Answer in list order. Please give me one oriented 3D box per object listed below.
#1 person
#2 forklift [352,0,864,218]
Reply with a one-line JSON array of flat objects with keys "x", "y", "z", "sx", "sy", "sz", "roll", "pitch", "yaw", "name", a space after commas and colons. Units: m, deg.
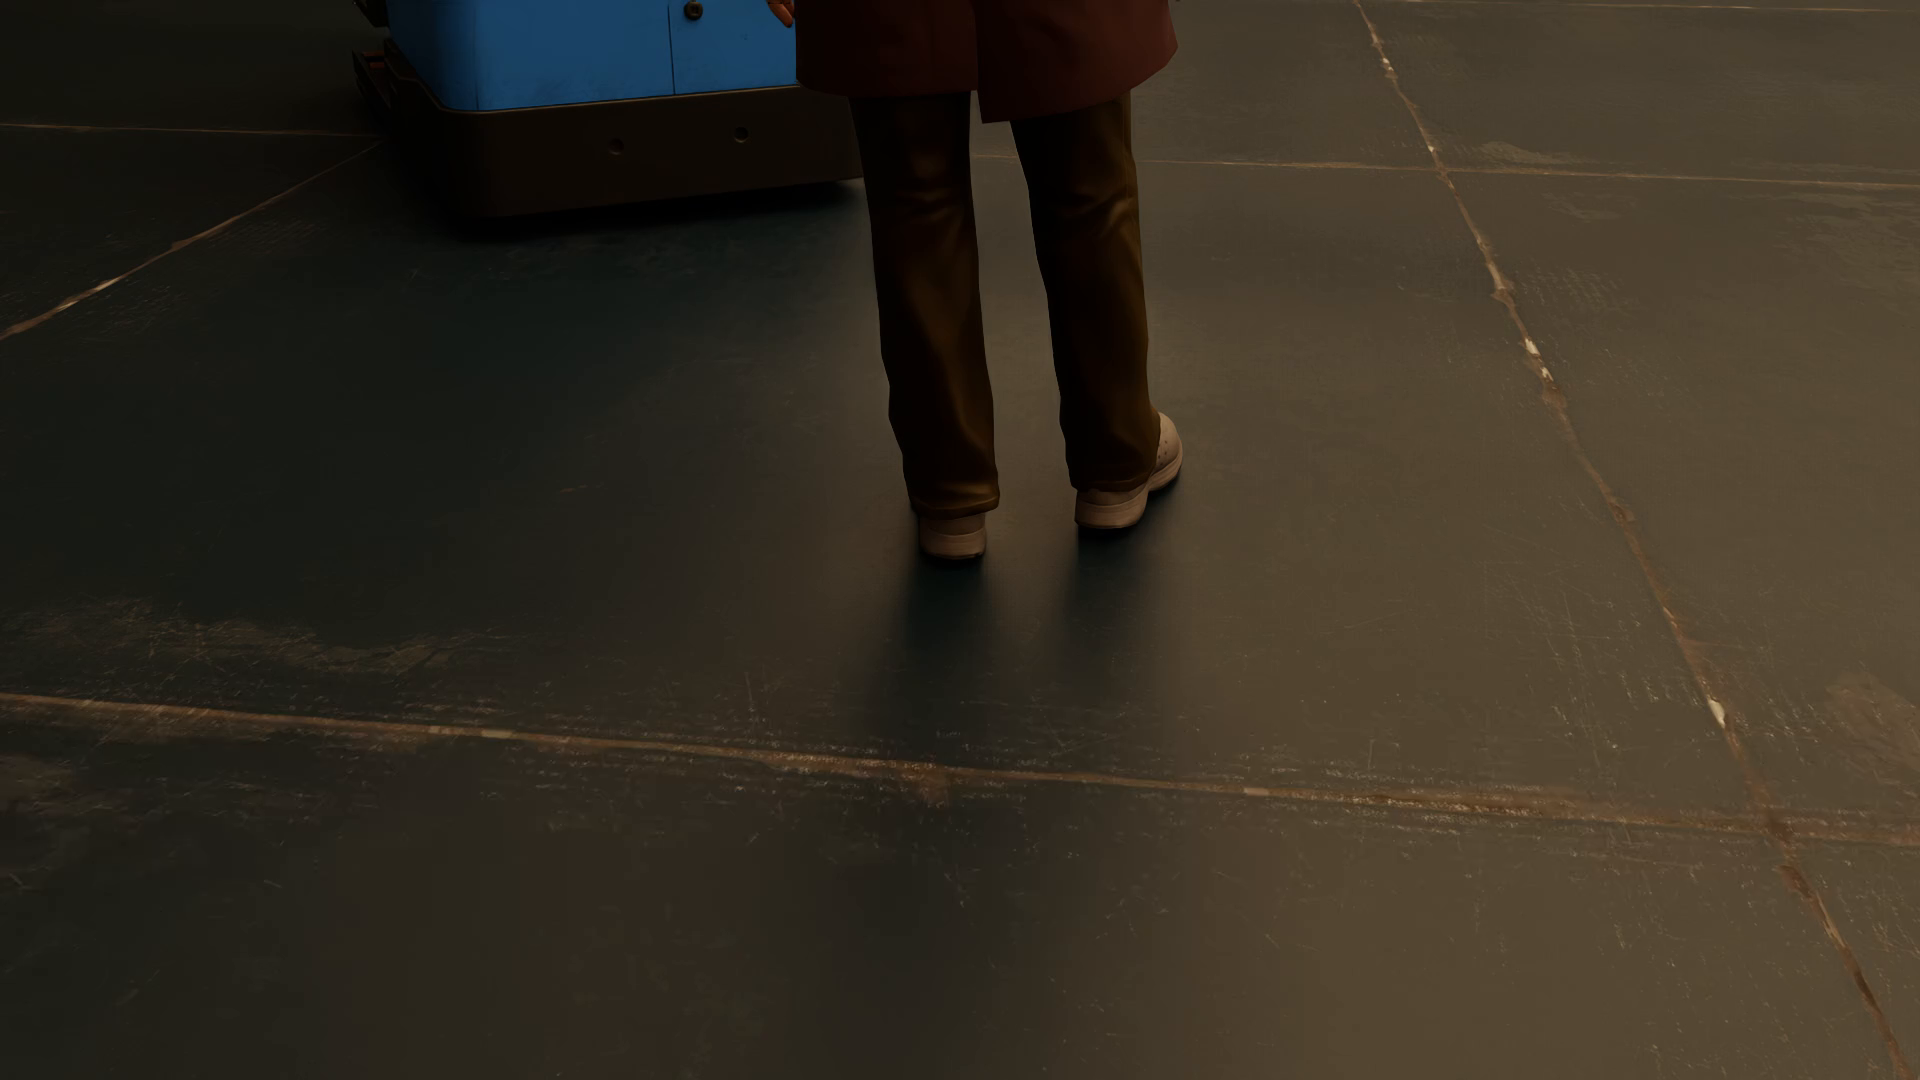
[{"x": 0.016, "y": -0.842, "z": 2.181, "sx": 0.696, "sy": 1.777, "sz": 0.579, "roll": 3, "pitch": 27, "yaw": 7, "name": "person"}, {"x": -1.275, "y": -2.684, "z": 4.598, "sx": 1.130, "sy": 2.935, "sz": 3.031, "roll": -11, "pitch": 29, "yaw": -21, "name": "forklift"}]
